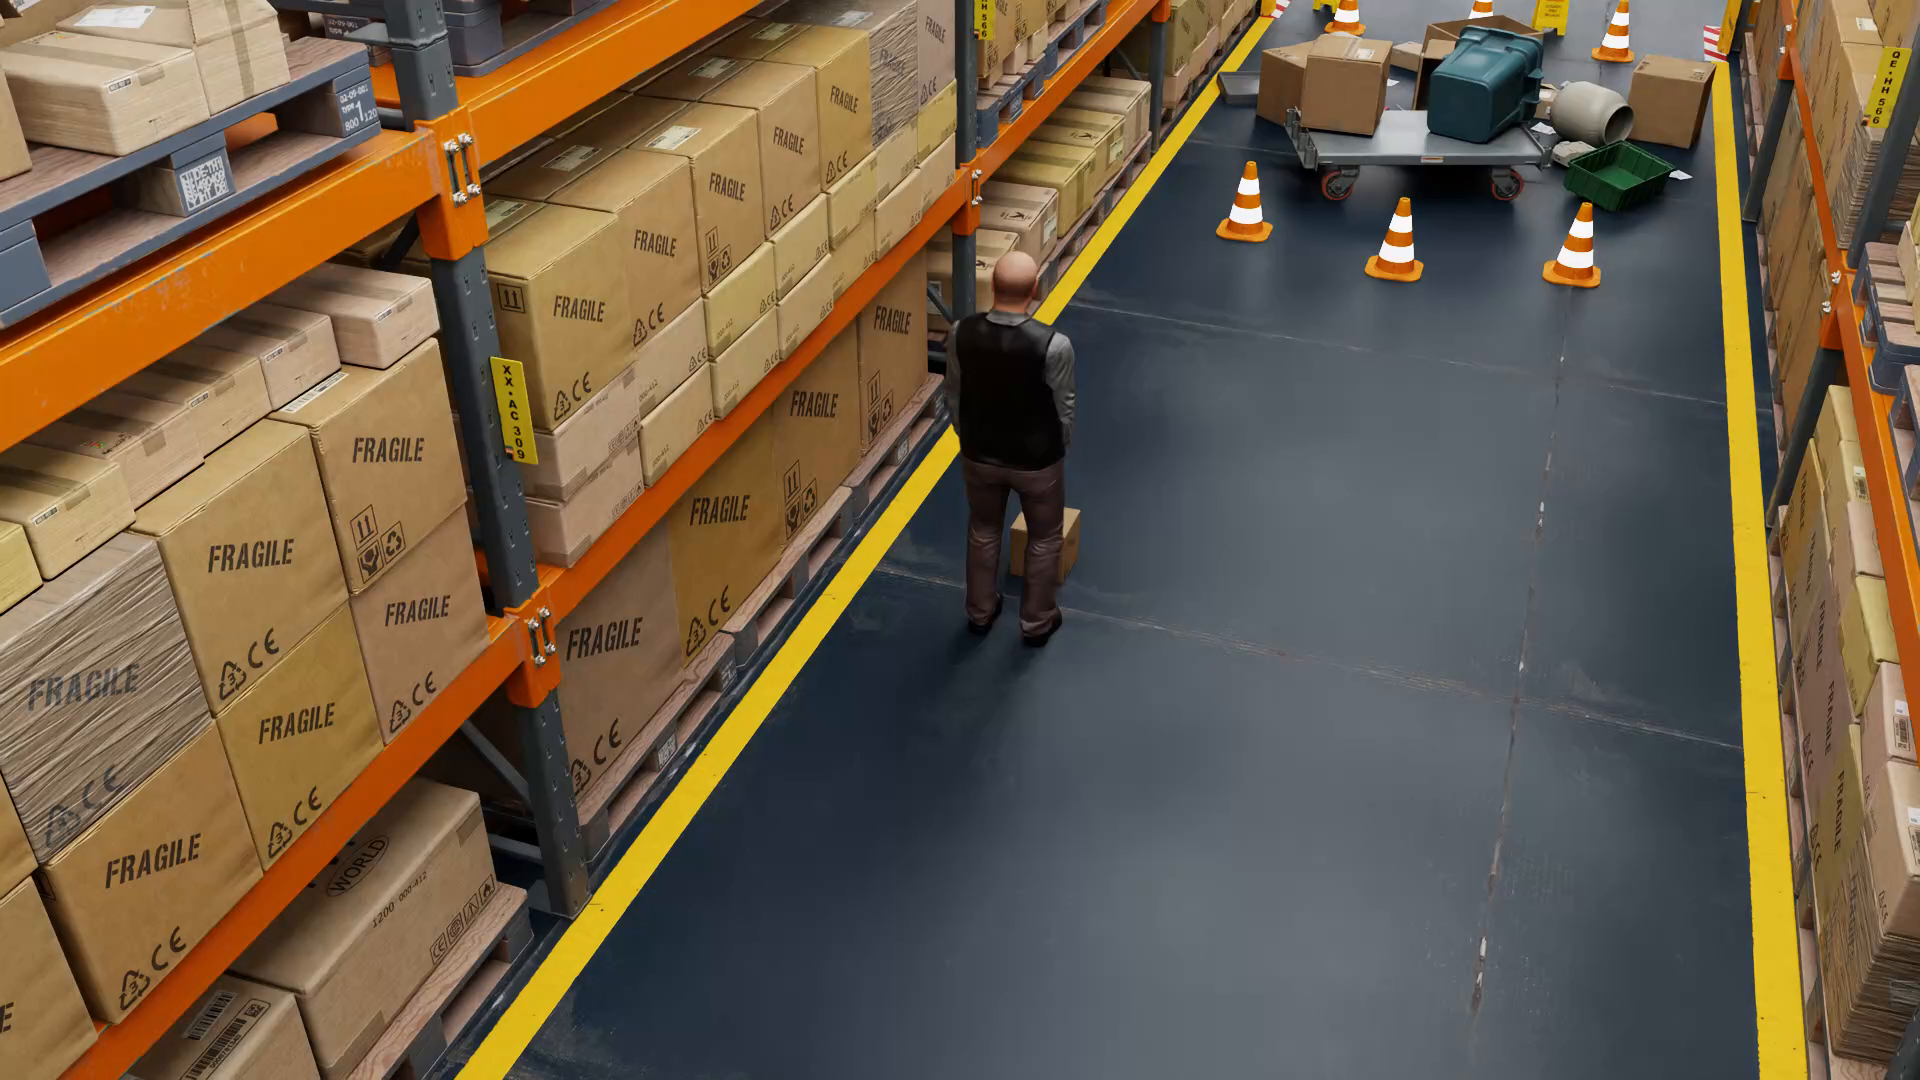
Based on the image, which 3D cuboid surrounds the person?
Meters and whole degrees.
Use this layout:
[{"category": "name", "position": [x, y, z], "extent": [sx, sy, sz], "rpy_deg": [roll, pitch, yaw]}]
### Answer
[{"category": "person", "position": [0.197, -0.294, 6.753], "extent": [0.540, 1.582, 0.366], "rpy_deg": [12, 35, 17]}]
